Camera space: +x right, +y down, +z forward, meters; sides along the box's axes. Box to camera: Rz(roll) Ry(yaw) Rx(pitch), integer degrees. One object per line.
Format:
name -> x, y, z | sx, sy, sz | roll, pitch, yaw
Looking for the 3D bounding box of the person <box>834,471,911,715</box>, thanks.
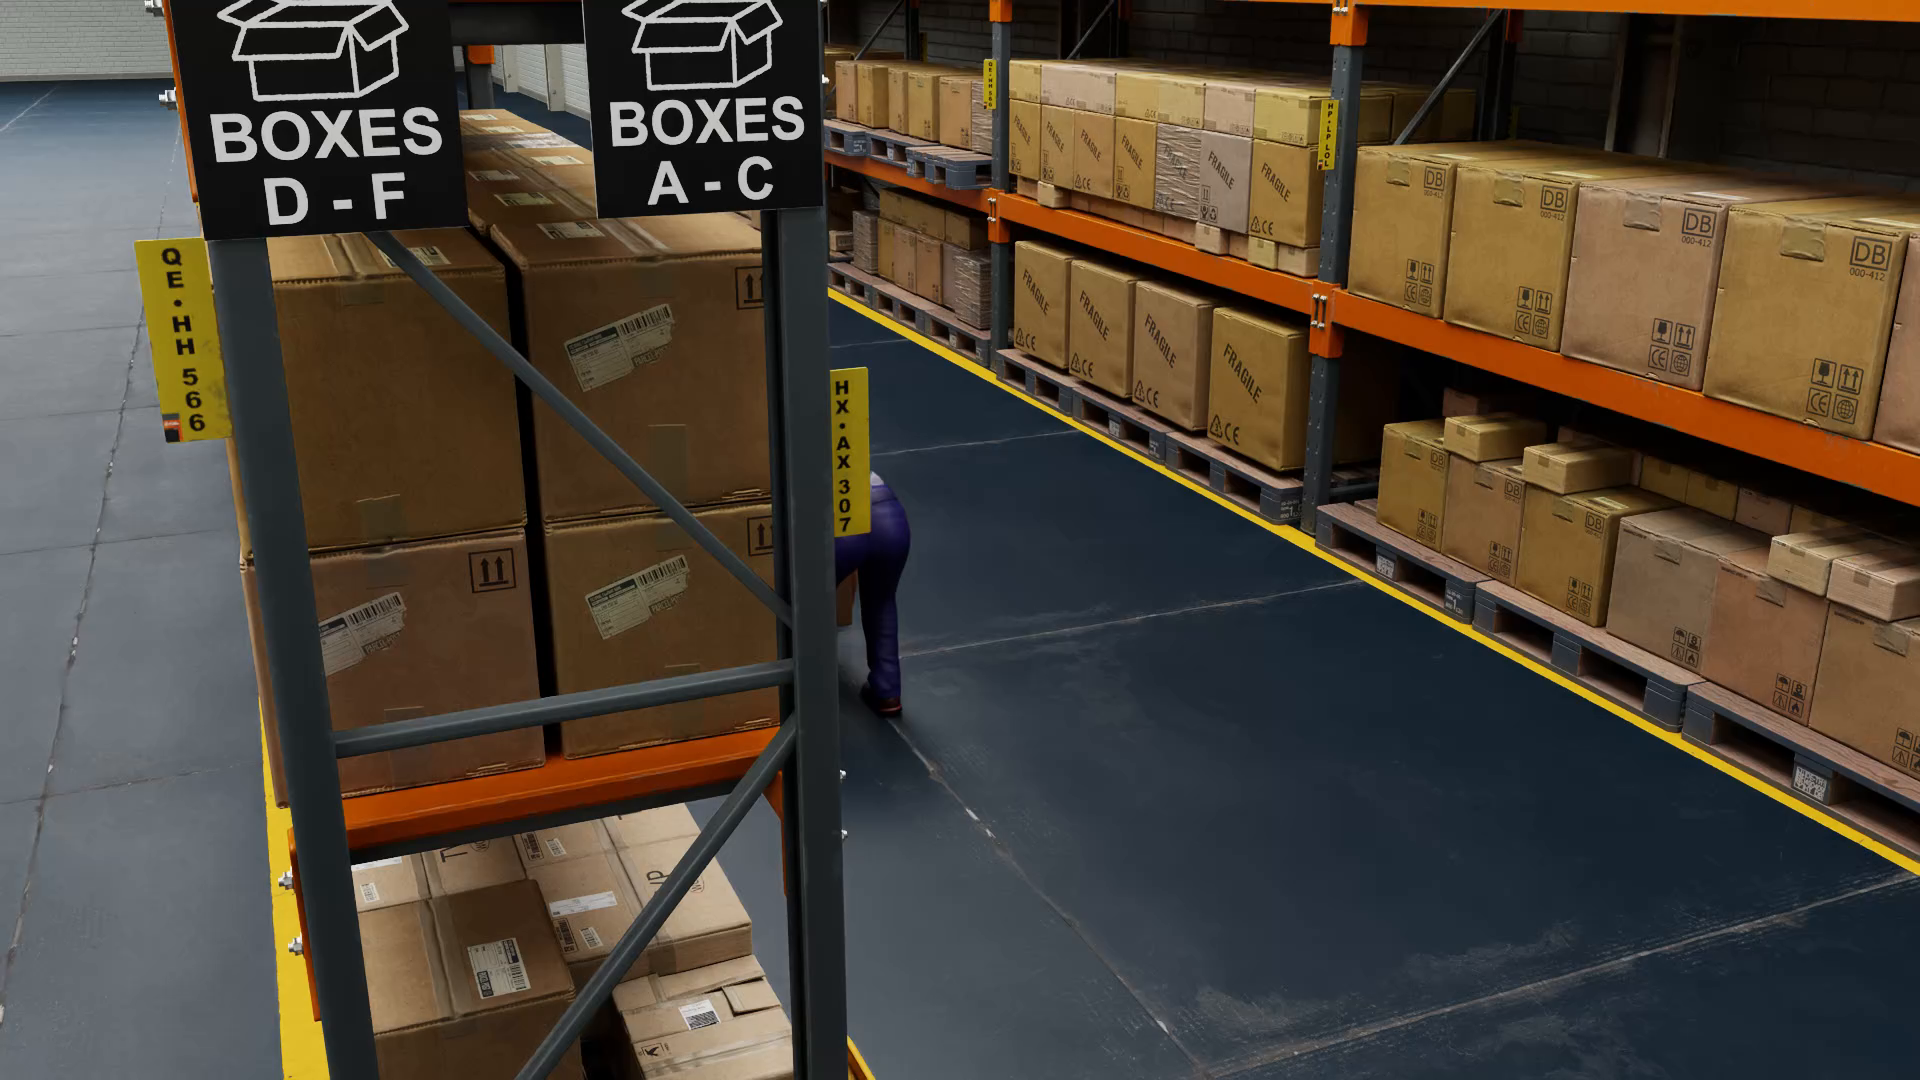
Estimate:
person -> -0.528, 0.156, 6.653 | 0.488, 0.989, 0.911 | -9, 21, -24
